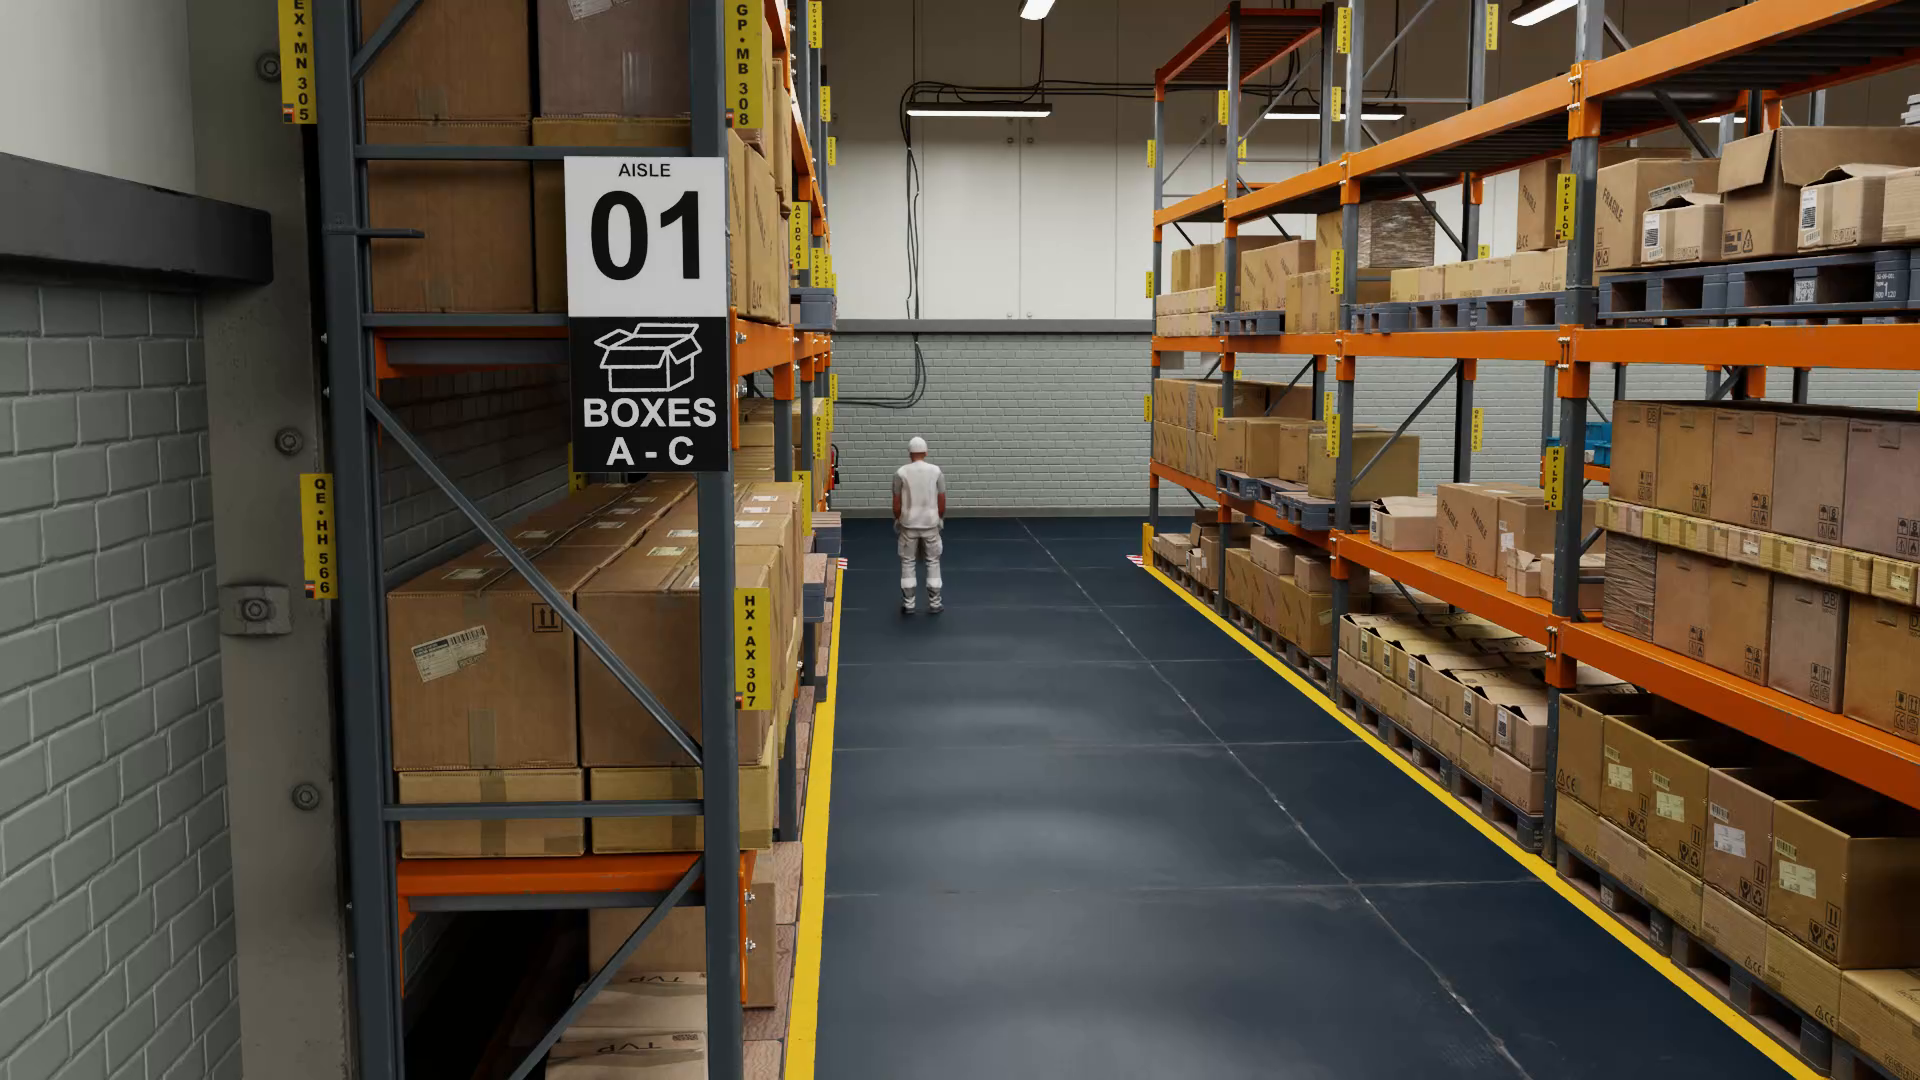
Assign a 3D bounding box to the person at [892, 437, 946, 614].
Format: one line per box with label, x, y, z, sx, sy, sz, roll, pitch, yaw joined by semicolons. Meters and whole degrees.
person;-0.416;-0.146;16.877;0.547;1.787;0.404;-1;7;-5
